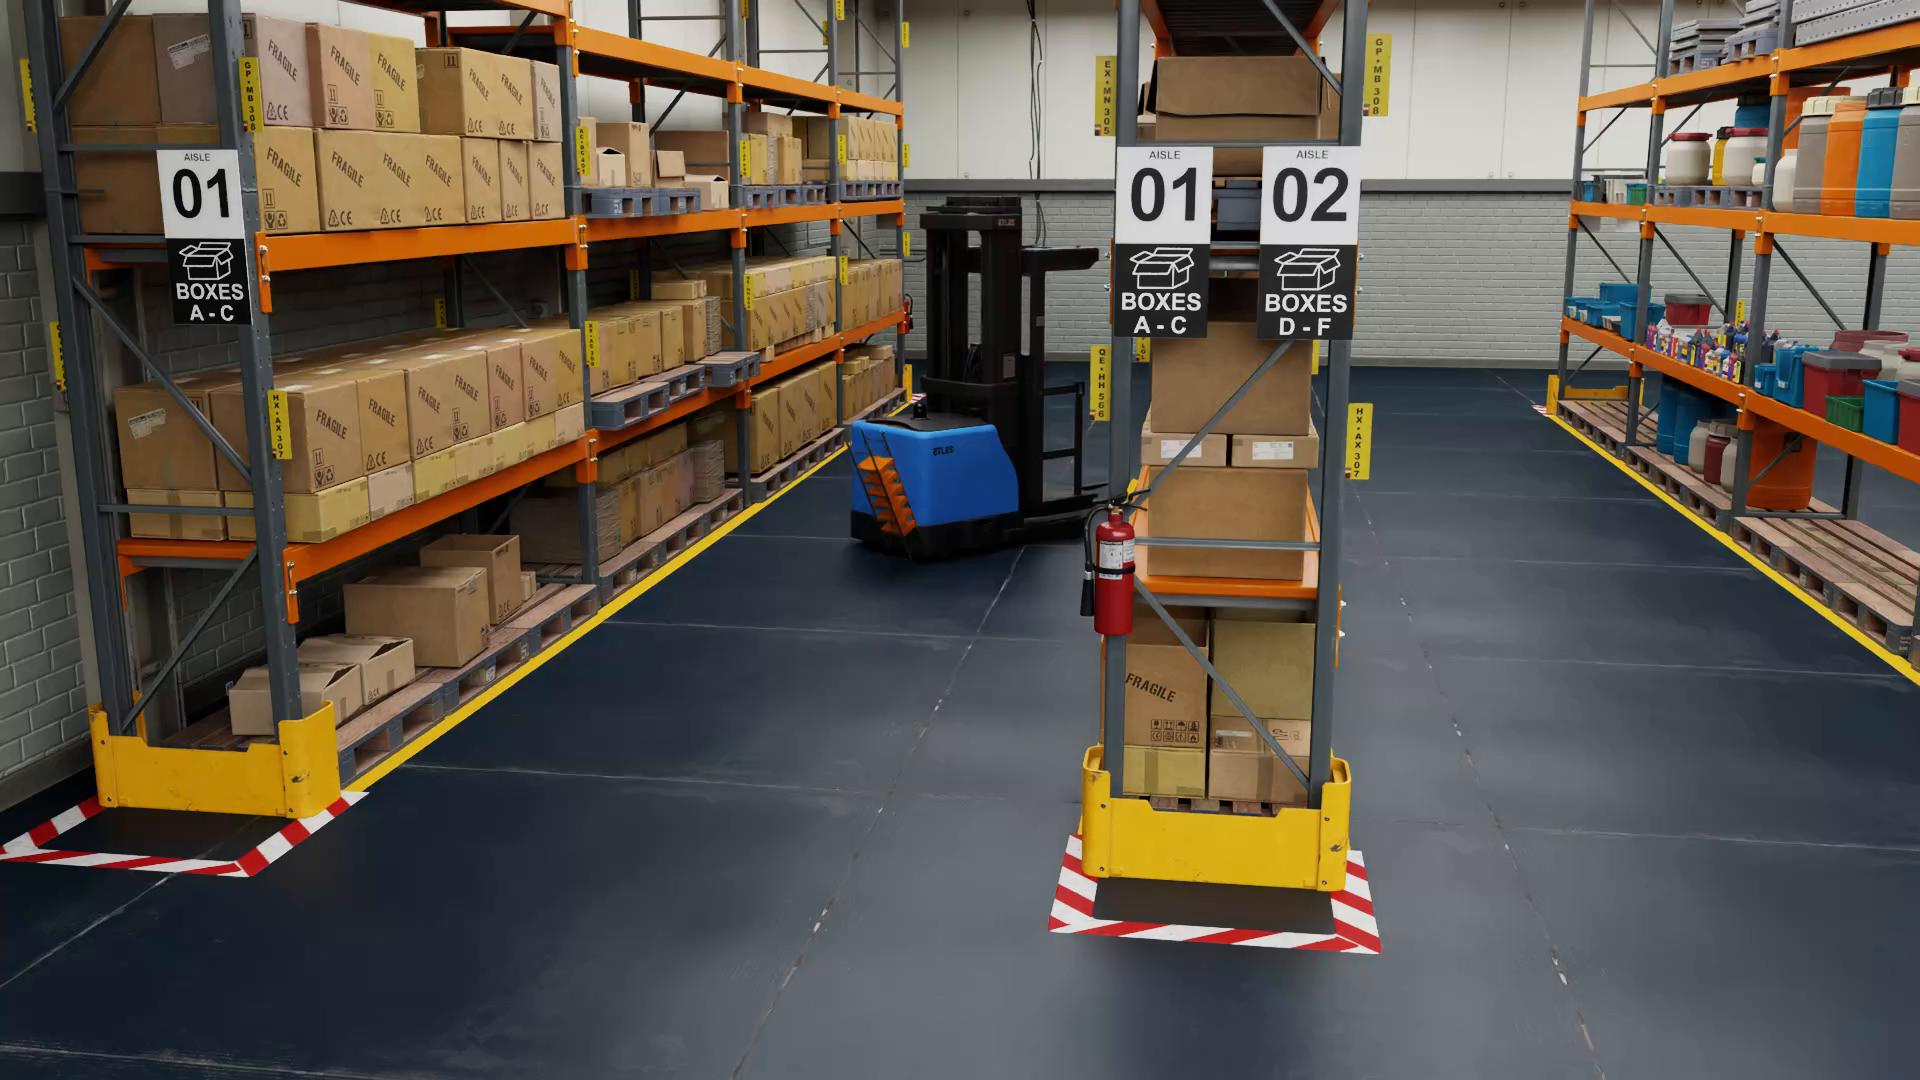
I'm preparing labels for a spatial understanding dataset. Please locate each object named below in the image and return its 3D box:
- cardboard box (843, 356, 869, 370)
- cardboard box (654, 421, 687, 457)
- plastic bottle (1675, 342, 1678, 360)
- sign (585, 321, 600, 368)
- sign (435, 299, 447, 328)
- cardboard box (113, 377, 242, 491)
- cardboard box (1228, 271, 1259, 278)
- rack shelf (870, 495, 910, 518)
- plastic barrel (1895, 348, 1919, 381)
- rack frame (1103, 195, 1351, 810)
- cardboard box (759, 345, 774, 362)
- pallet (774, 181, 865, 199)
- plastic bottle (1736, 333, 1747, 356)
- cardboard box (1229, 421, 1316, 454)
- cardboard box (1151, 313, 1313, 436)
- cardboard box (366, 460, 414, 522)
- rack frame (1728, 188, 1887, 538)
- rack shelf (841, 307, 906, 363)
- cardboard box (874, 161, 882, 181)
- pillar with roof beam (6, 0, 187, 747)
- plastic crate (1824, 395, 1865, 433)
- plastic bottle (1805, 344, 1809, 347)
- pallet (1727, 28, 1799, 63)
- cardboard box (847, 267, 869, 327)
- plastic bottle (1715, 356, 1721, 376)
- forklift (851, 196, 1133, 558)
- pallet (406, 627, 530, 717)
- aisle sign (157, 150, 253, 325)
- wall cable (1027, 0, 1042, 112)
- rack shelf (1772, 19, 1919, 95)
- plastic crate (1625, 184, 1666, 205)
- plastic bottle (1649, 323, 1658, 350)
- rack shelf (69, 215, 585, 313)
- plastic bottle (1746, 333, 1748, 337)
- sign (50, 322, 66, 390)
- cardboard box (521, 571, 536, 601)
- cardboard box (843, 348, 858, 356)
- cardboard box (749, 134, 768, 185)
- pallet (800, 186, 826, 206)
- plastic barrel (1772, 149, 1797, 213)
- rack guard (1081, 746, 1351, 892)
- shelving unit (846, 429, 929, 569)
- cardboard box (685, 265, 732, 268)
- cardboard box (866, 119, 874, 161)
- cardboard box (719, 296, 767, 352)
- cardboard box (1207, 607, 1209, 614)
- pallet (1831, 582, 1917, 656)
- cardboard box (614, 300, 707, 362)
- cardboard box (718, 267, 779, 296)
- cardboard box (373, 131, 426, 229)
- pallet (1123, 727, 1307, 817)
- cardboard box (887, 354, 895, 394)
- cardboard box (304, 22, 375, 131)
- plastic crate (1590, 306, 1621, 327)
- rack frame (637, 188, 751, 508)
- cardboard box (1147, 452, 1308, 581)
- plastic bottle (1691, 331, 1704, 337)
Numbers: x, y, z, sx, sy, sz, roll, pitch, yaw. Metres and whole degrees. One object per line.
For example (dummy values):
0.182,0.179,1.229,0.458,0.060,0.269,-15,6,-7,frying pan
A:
-1.371,-2.262,21.265,0.380,0.149,0.250,2,12,7,cardboard box
-2.724,-0.894,14.630,0.500,0.250,0.500,2,12,10,cardboard box
7.254,-1.917,16.740,0.097,0.201,0.097,0,12,0,plastic bottle
-2.593,-1.377,11.707,0.100,0.325,0.005,2,12,9,sign
-3.679,-1.553,11.831,0.100,0.325,0.005,2,12,9,sign
-3.883,-0.545,8.431,0.500,0.500,0.500,2,12,8,cardboard box
3.346,-3.102,19.156,0.500,0.500,0.500,2,12,10,cardboard box
-0.556,-0.279,13.226,0.258,0.103,0.180,10,42,38,rack shelf
7.202,-1.150,12.387,0.433,0.535,0.433,0,12,0,plastic barrel
1.150,0.023,7.268,1.000,3.000,0.127,2,12,9,rack frame
-2.064,-1.855,16.530,0.380,0.149,0.250,2,12,10,cardboard box
-1.764,-4.228,20.082,1.003,0.211,1.213,2,12,9,pallet
7.867,-1.950,16.726,0.097,0.271,0.097,0,12,0,plastic bottle
1.461,-0.473,7.791,0.380,0.149,0.250,2,12,7,cardboard box
1.242,-0.768,7.621,0.700,0.500,0.500,2,12,9,cardboard box
-3.291,-0.273,8.950,0.500,0.250,0.500,1,12,7,cardboard box
7.274,-1.481,14.247,1.000,3.000,0.127,2,12,9,rack frame
-1.593,-2.700,21.608,1.077,0.370,4.000,2,12,9,rack shelf
-1.289,-4.737,21.355,0.500,0.250,0.500,2,12,7,cardboard box
-0.239,-3.104,7.536,9.100,9.000,0.400,2,12,9,pillar with roof beam
6.648,-0.917,12.130,0.450,0.188,0.662,2,12,9,plastic crate
7.832,-1.675,15.421,0.061,0.283,0.133,2,12,9,plastic bottle
7.415,-4.275,14.369,1.213,0.211,1.003,2,12,9,pallet
-1.683,-3.046,20.794,0.980,0.700,0.700,2,12,7,cardboard box
7.031,-1.615,15.337,0.097,0.201,0.097,0,12,0,plastic bottle
0.514,-1.520,14.590,3.031,2.935,1.130,-10,16,-39,forklift
-3.384,0.789,10.331,1.003,0.211,1.213,2,12,9,pallet
-3.460,-1.383,7.621,0.394,0.787,0.004,2,12,9,aisle sign
2.611,-8.429,27.630,3.097,2.526,0.112,2,12,9,wall cable
6.966,-3.451,11.801,1.077,0.370,4.000,2,12,9,rack shelf
7.714,-3.898,18.740,0.416,0.233,0.300,2,12,9,plastic crate
7.391,-2.167,17.704,0.061,0.283,0.133,2,12,9,plastic bottle
-3.438,-1.668,9.701,1.077,0.370,4.000,2,12,9,rack shelf
8.014,-1.980,16.855,0.152,0.276,0.135,2,12,9,plastic bottle
-4.291,-0.880,7.957,0.100,0.325,0.005,2,12,9,sign
-3.183,0.313,11.604,0.380,0.166,0.250,0,12,1,cardboard box
-1.588,-2.494,22.343,0.380,0.149,0.250,2,12,9,cardboard box
-2.370,-3.862,16.893,0.700,0.500,0.500,3,12,12,cardboard box
-1.992,-3.815,18.411,0.805,0.209,1.217,1,12,6,pallet
6.923,-2.948,13.665,0.421,0.512,0.421,0,12,0,plastic barrel
1.146,1.250,7.508,1.175,0.500,0.348,2,12,9,rack guard
-0.569,-0.315,13.202,0.258,1.200,0.189,10,42,38,shelving unit
-2.536,-2.690,17.085,0.500,0.250,0.500,2,12,7,cardboard box
-1.370,-4.998,20.788,0.500,0.500,0.500,2,12,9,cardboard box
-2.188,-2.099,16.123,0.500,0.500,0.500,2,12,10,cardboard box
1.315,0.153,10.413,0.500,0.500,0.500,2,12,9,cardboard box
6.741,0.550,11.441,1.003,0.211,1.213,2,12,9,pallet
-2.637,-1.851,14.680,0.700,0.500,0.500,1,12,3,cardboard box
-2.109,-2.571,16.533,0.500,0.250,0.500,2,12,8,cardboard box
-3.253,-1.942,8.981,0.500,0.500,0.500,2,12,11,cardboard box
1.226,1.225,8.307,1.003,0.211,1.213,2,12,9,pallet
-1.294,-2.302,22.992,0.700,0.500,0.500,2,12,9,cardboard box
-3.319,-2.326,8.388,0.500,0.500,0.500,2,12,8,cardboard box
7.892,-2.717,20.235,0.416,0.233,0.300,2,12,9,plastic crate
-2.515,-1.802,15.737,1.000,3.000,0.127,2,12,9,rack frame
1.234,-0.123,7.706,0.700,0.500,0.500,2,12,9,cardboard box
7.449,-1.972,16.817,0.152,0.276,0.135,2,12,9,plastic bottle
